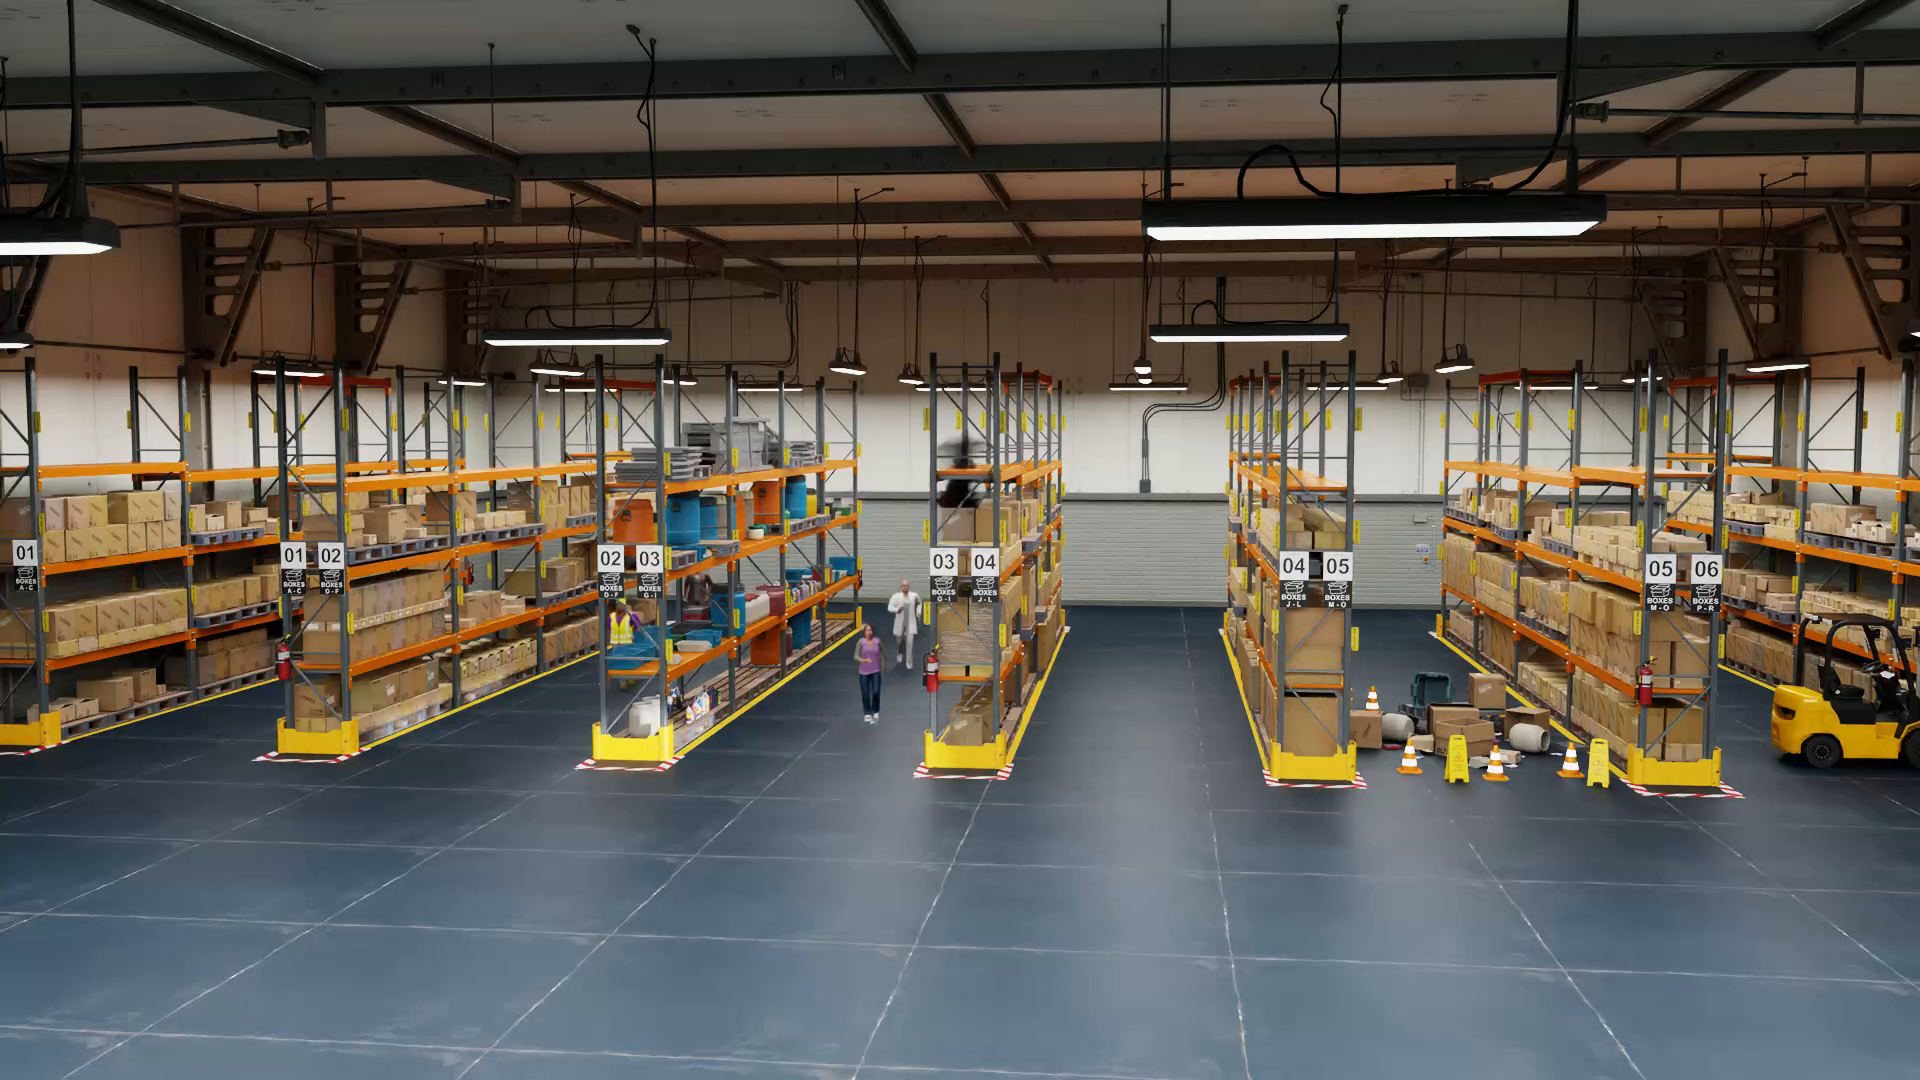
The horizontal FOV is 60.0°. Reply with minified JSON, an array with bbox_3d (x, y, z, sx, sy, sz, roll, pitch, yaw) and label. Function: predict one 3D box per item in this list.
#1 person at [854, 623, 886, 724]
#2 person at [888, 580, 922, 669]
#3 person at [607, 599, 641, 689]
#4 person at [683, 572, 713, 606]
[{"bbox_3d":[-1.395,2.087,25.923,0.510,1.578,0.644,0,4,-6],"label":"person"},{"bbox_3d":[-1.112,1.698,33.896,0.714,1.755,1.049,0,4,-5],"label":"person"},{"bbox_3d":[-6.319,1.941,31.019,0.674,1.721,0.537,0,4,5],"label":"person"},{"bbox_3d":[-6.145,1.385,39.089,0.703,1.730,0.671,0,4,-2],"label":"person"}]
